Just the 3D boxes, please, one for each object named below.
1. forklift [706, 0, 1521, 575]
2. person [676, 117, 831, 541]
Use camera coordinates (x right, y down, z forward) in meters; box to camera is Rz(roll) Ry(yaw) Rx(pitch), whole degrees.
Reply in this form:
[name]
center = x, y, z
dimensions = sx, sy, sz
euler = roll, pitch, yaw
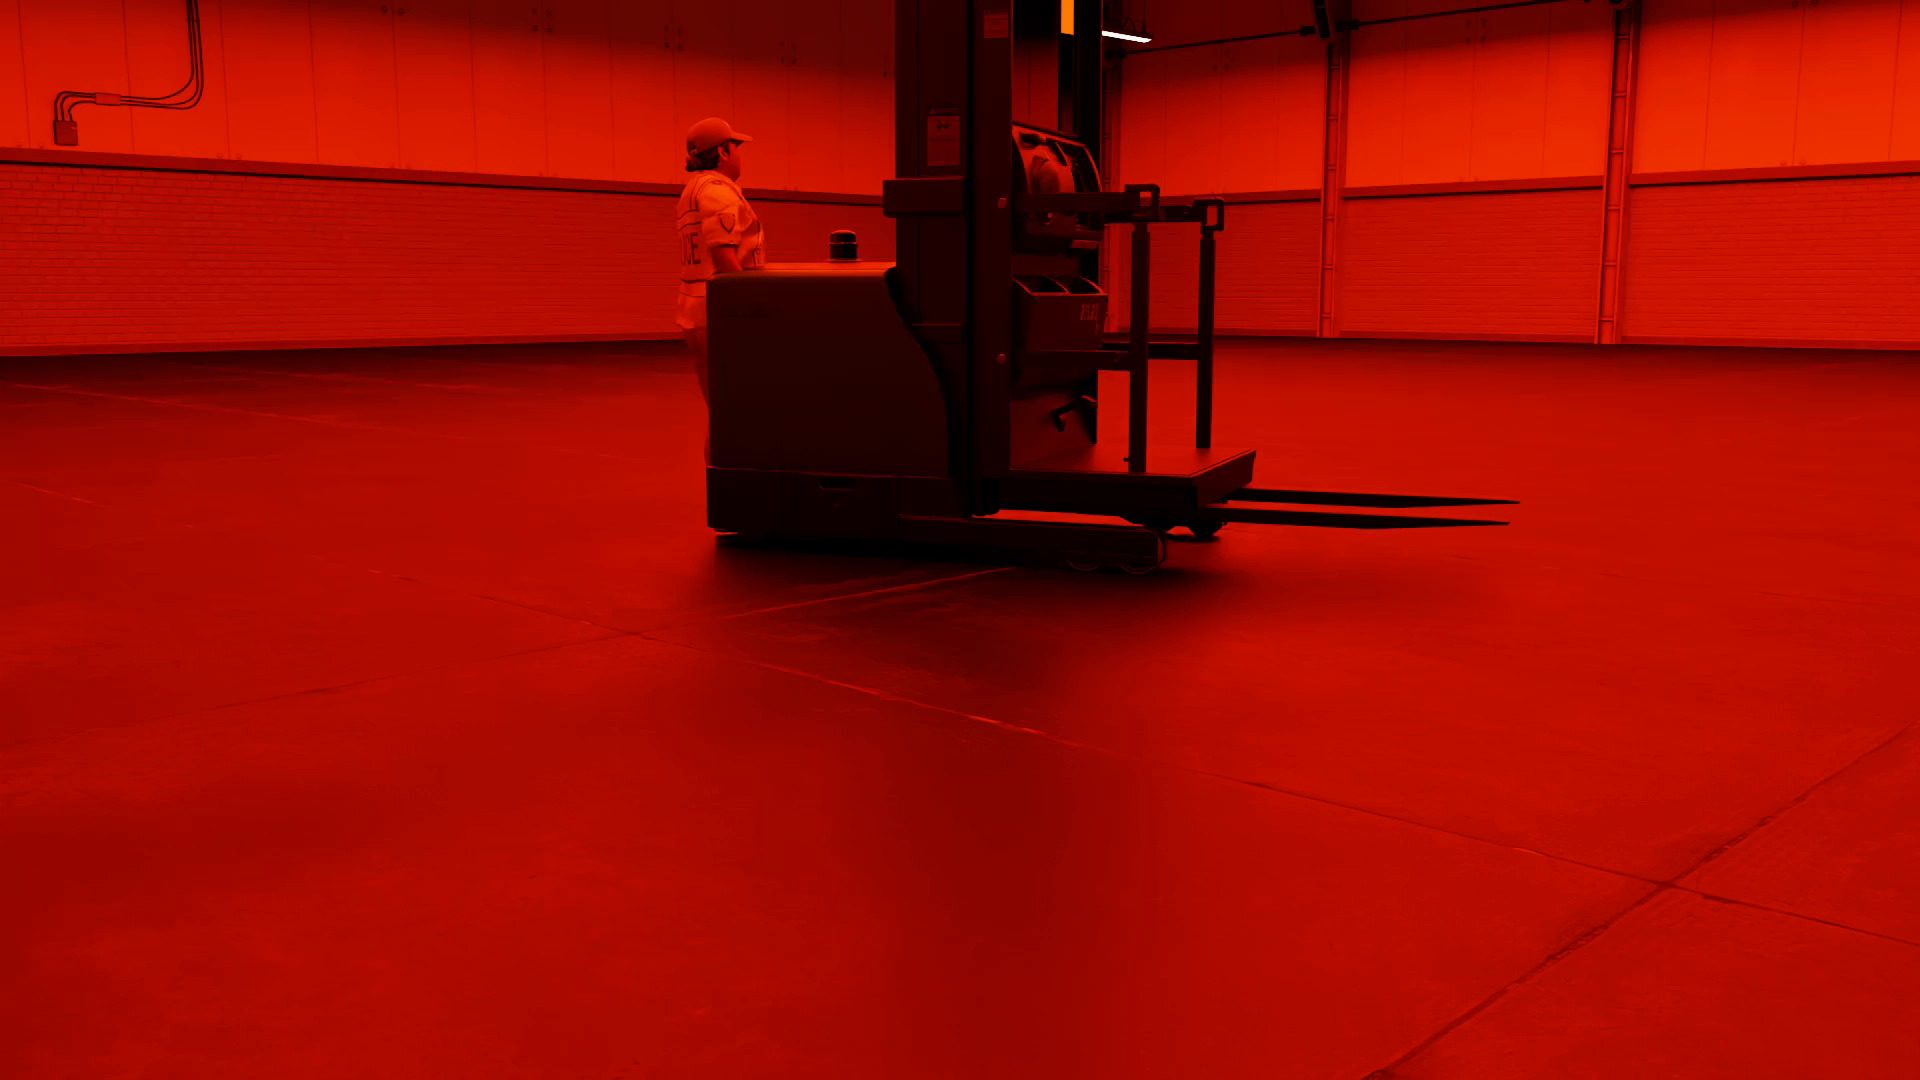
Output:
[forklift]
center = 0.565, -1.416, 6.275
dimensions = 3.031, 2.935, 1.130
euler = 3, 9, 22
[person]
center = -0.855, -0.849, 6.712
dimensions = 0.529, 1.670, 0.598
euler = -4, 9, -25
